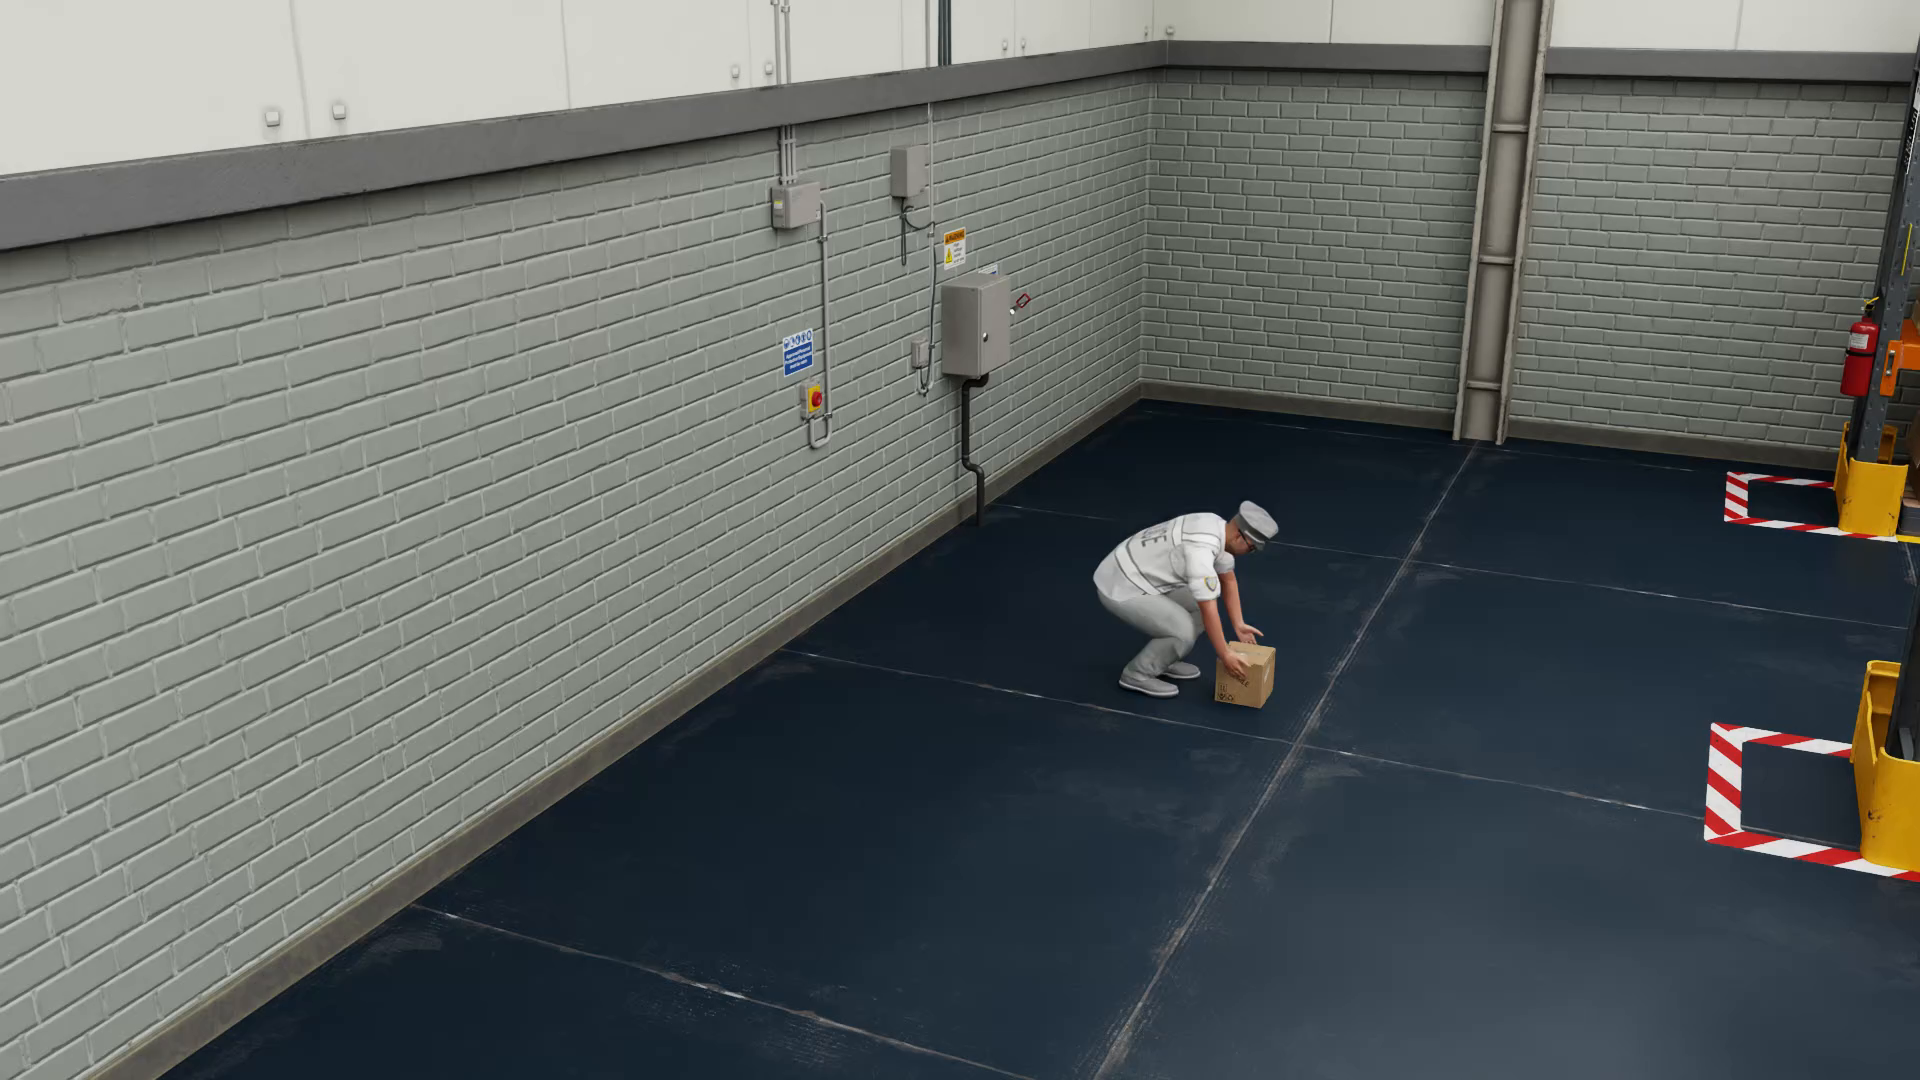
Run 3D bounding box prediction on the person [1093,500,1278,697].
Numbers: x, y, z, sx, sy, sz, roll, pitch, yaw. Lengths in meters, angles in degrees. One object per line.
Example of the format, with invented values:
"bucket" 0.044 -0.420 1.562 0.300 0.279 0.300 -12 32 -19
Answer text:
"person" 1.193 0.280 8.825 0.938 1.052 0.571 8 21 23
